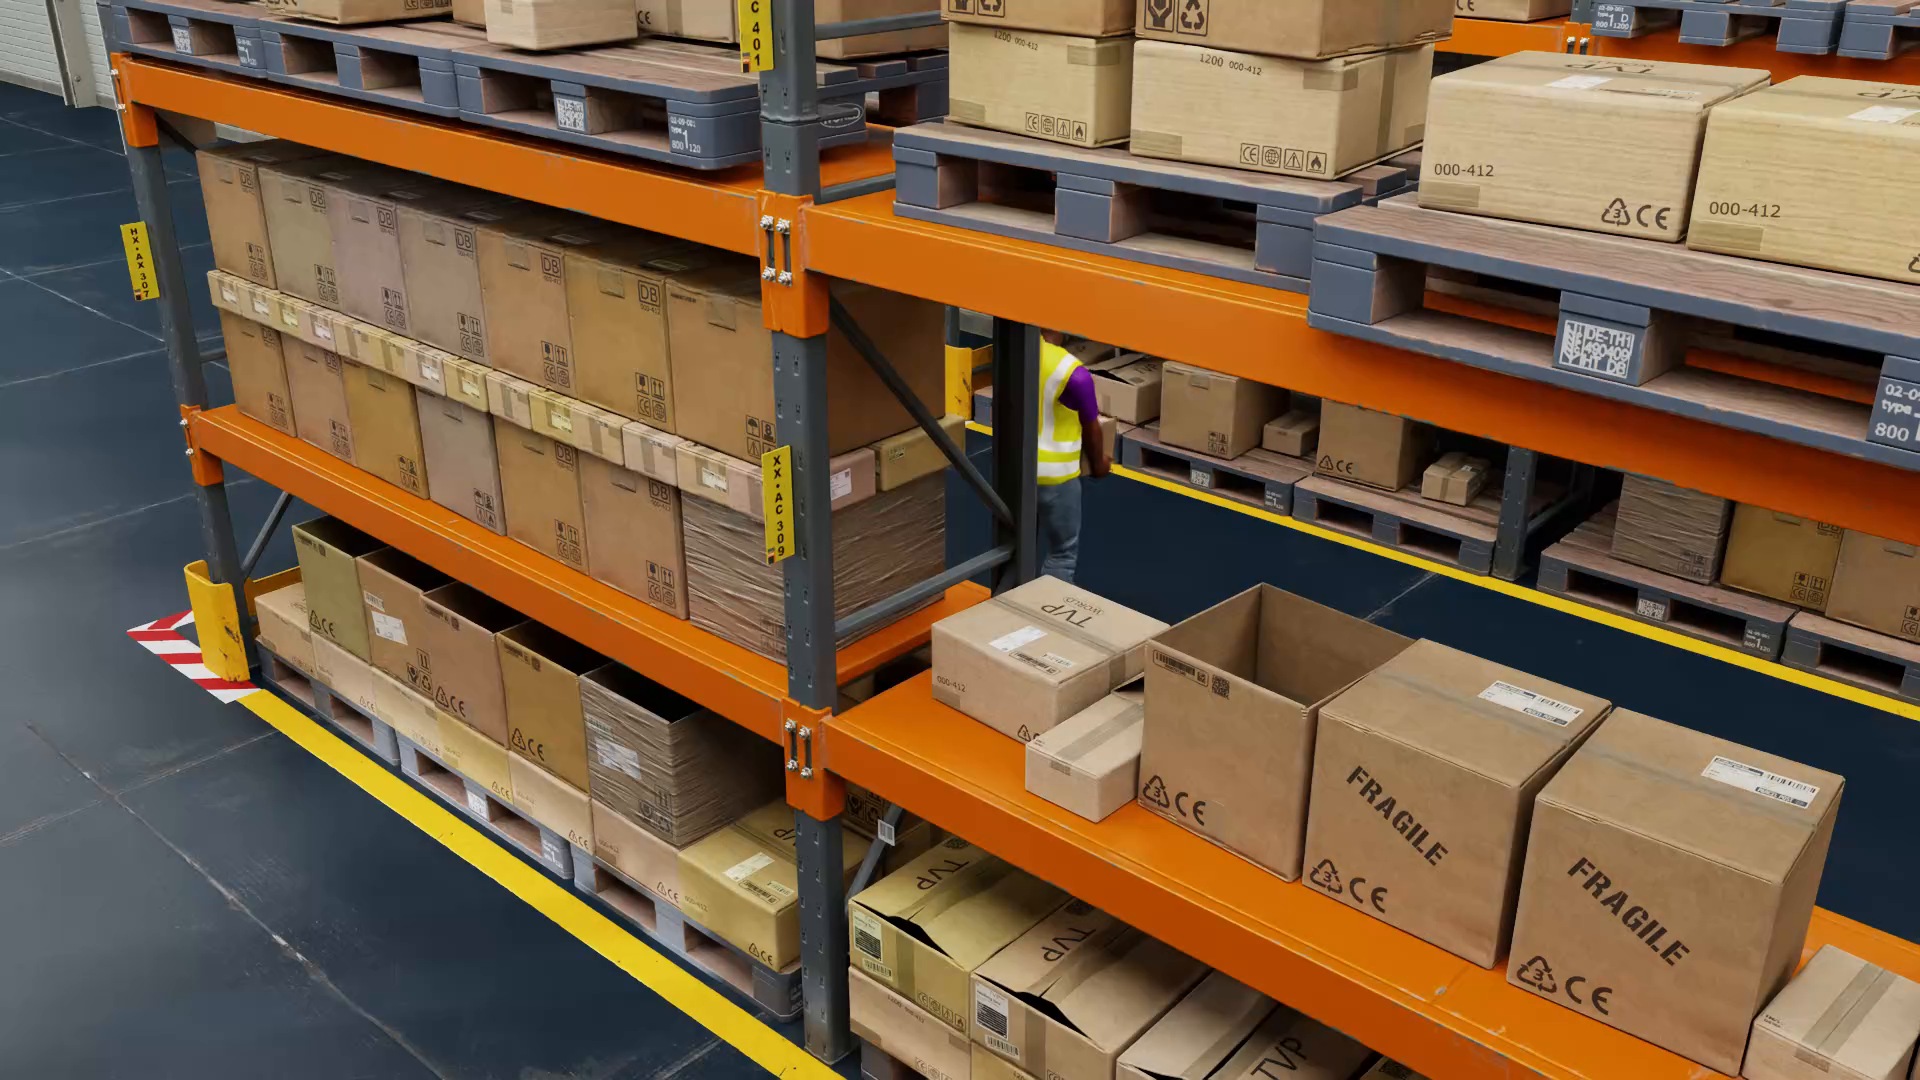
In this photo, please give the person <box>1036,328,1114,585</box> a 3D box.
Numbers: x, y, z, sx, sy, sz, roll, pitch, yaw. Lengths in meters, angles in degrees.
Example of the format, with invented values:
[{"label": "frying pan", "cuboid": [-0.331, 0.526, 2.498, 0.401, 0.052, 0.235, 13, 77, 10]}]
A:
[{"label": "person", "cuboid": [0.435, -0.354, 7.889, 0.503, 1.752, 0.586, 19, 30, 37]}]
